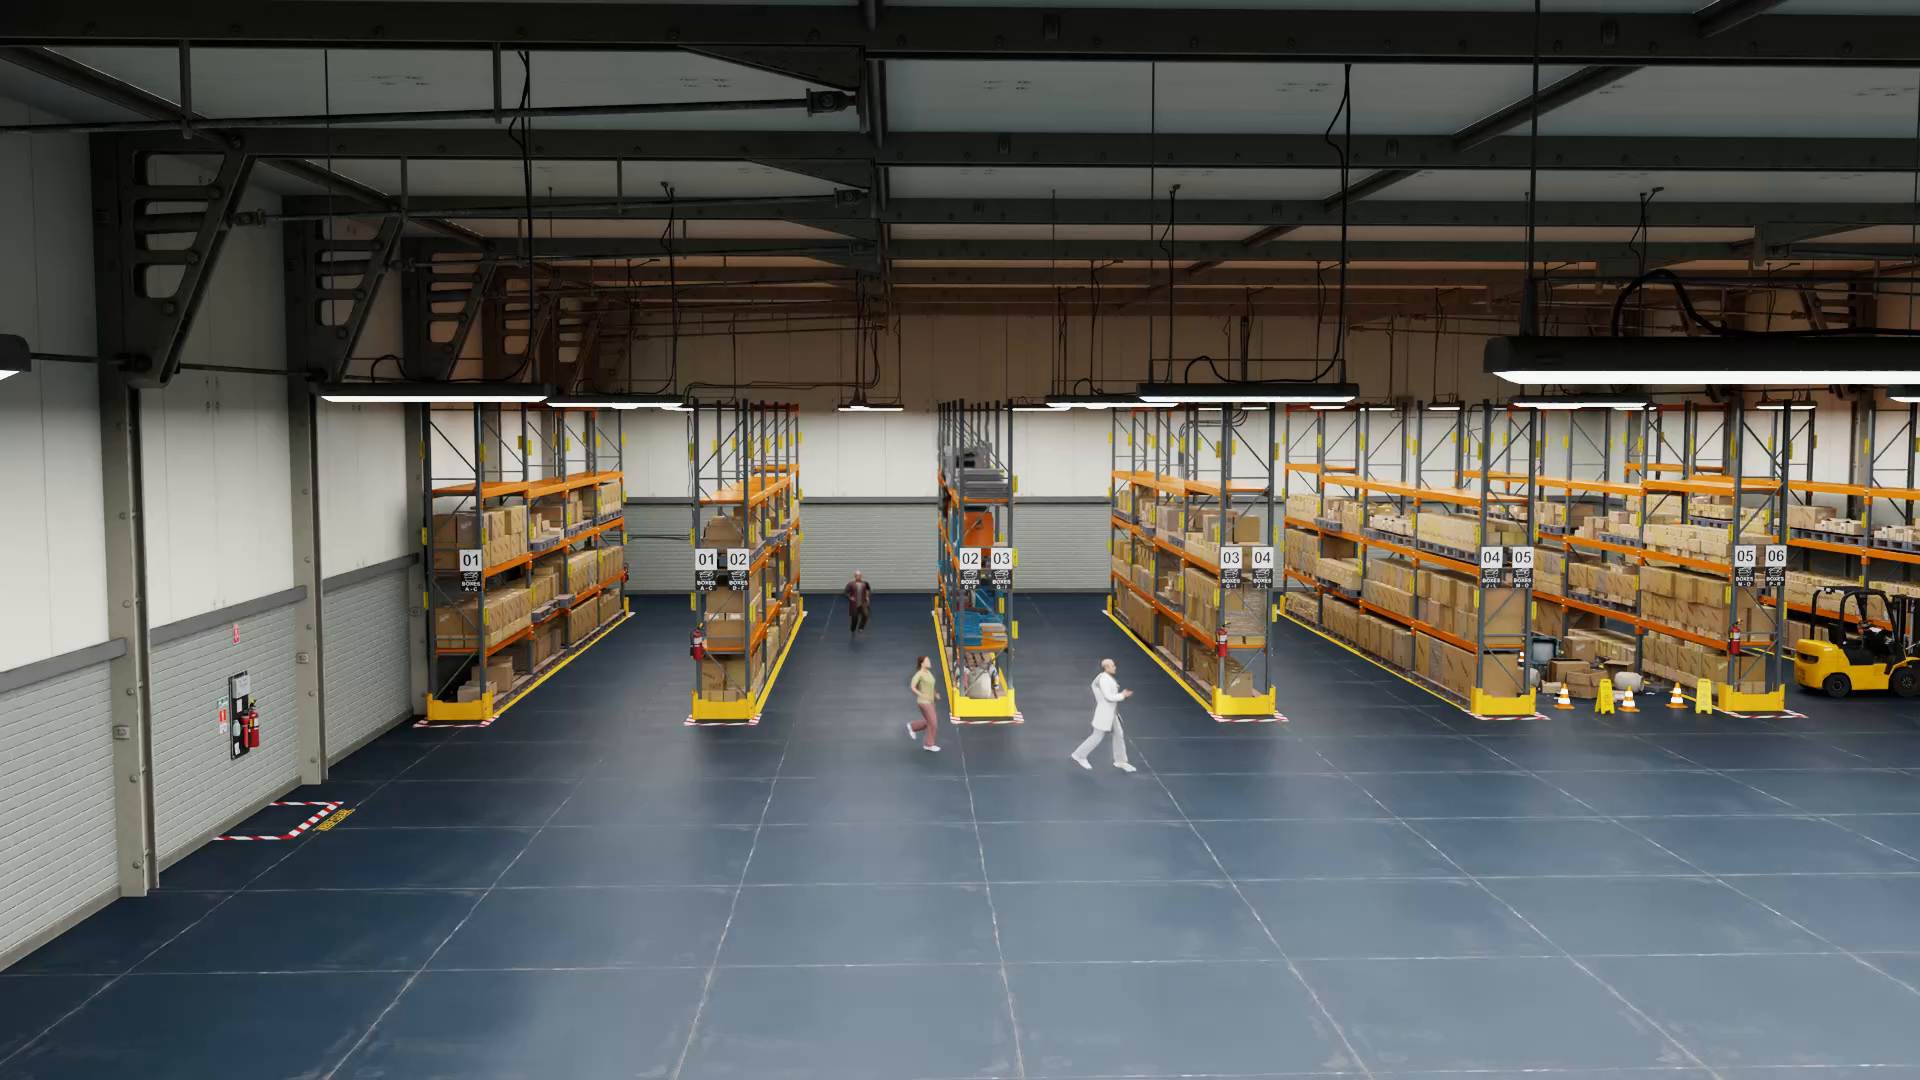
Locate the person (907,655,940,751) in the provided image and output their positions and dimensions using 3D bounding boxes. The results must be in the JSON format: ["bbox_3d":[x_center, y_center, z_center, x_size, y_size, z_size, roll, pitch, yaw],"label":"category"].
[{"bbox_3d":[-0.643,2.766,28.351,0.648,1.637,0.581,2,5,24],"label":"person"}]

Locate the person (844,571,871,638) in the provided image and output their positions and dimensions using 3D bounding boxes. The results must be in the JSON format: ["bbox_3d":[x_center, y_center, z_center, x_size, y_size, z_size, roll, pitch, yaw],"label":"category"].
[{"bbox_3d":[-2.526,1.617,41.340,0.712,1.701,1.031,-1,4,-14],"label":"person"}]

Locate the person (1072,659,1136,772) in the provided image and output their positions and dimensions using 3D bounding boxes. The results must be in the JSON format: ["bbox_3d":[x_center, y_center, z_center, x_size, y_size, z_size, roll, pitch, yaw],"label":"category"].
[{"bbox_3d":[2.302,2.790,26.523,1.033,1.797,0.690,1,4,15],"label":"person"}]
